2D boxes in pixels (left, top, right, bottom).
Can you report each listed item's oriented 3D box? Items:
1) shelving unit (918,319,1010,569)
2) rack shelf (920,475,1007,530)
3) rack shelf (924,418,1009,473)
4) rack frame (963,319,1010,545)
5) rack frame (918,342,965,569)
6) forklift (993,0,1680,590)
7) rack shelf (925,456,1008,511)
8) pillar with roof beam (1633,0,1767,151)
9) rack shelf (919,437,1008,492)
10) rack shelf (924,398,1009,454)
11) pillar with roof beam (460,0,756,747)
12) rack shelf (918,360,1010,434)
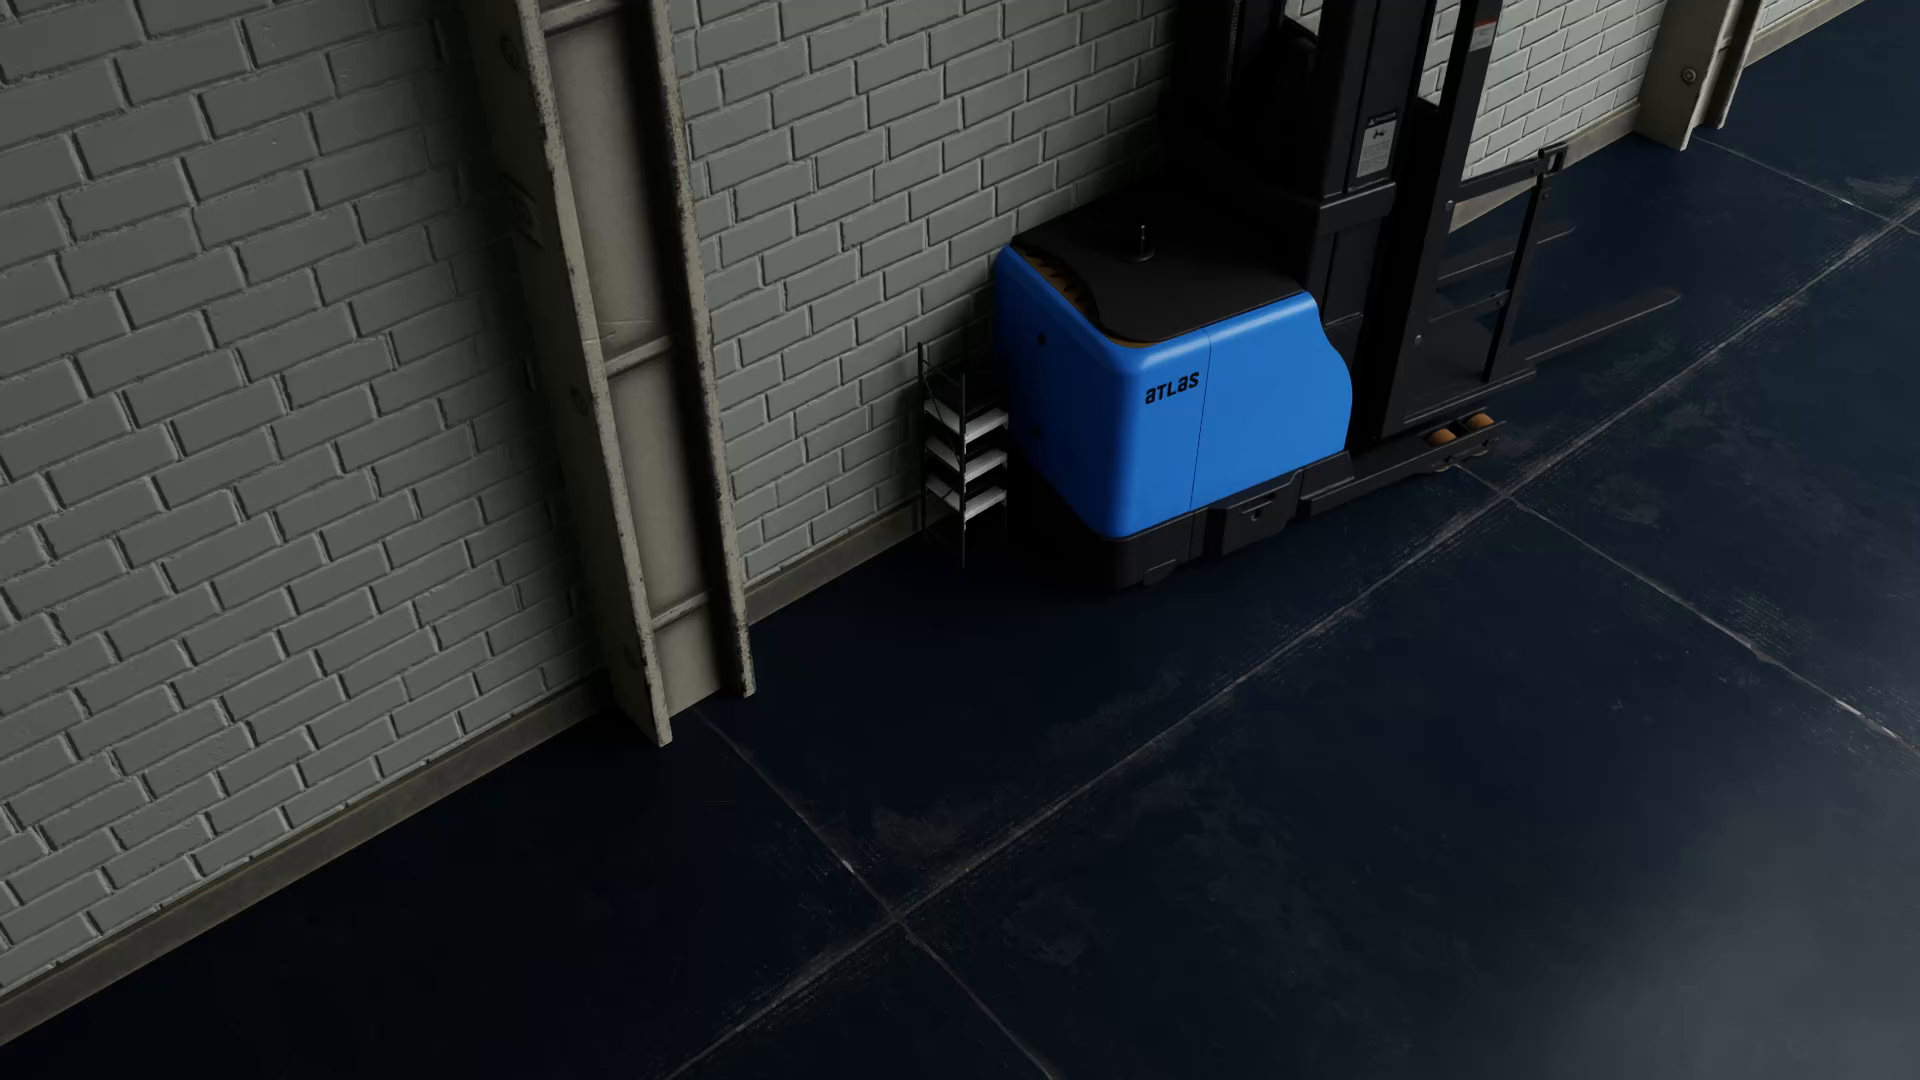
[{"bbox_3d":[0.013,-0.328,5.942,0.210,0.900,0.258,-30,51,-28],"label":"shelving unit"},{"bbox_3d":[0.013,-0.172,6.088,0.200,0.077,0.258,-30,51,-28],"label":"rack shelf"},{"bbox_3d":[0.013,-0.369,5.903,0.200,0.077,0.258,-30,51,-28],"label":"rack shelf"},{"bbox_3d":[0.090,-0.373,5.990,0.006,0.900,0.240,-30,51,-28],"label":"rack frame"},{"bbox_3d":[-0.064,-0.282,5.893,0.006,0.900,0.240,-30,51,-28],"label":"rack frame"},{"bbox_3d":[1.564,-1.632,5.846,3.031,2.935,1.130,-21,47,-21],"label":"forklift"},{"bbox_3d":[0.013,-0.238,6.026,0.200,0.077,0.258,-30,51,-28],"label":"rack shelf"},{"bbox_3d":[6.418,-3.132,3.012,0.400,9.000,9.100,-30,51,-28],"label":"pillar with roof beam"},{"bbox_3d":[0.013,-0.303,5.964,0.200,0.077,0.258,-30,51,-28],"label":"rack shelf"},{"bbox_3d":[0.013,-0.435,5.841,0.200,0.077,0.258,-30,51,-28],"label":"rack shelf"},{"bbox_3d":[1.816,-0.497,0.206,0.400,9.000,9.100,-30,51,-28],"label":"pillar with roof beam"},{"bbox_3d":[0.013,-0.500,5.779,0.200,0.077,0.258,-30,51,-28],"label":"rack shelf"}]
